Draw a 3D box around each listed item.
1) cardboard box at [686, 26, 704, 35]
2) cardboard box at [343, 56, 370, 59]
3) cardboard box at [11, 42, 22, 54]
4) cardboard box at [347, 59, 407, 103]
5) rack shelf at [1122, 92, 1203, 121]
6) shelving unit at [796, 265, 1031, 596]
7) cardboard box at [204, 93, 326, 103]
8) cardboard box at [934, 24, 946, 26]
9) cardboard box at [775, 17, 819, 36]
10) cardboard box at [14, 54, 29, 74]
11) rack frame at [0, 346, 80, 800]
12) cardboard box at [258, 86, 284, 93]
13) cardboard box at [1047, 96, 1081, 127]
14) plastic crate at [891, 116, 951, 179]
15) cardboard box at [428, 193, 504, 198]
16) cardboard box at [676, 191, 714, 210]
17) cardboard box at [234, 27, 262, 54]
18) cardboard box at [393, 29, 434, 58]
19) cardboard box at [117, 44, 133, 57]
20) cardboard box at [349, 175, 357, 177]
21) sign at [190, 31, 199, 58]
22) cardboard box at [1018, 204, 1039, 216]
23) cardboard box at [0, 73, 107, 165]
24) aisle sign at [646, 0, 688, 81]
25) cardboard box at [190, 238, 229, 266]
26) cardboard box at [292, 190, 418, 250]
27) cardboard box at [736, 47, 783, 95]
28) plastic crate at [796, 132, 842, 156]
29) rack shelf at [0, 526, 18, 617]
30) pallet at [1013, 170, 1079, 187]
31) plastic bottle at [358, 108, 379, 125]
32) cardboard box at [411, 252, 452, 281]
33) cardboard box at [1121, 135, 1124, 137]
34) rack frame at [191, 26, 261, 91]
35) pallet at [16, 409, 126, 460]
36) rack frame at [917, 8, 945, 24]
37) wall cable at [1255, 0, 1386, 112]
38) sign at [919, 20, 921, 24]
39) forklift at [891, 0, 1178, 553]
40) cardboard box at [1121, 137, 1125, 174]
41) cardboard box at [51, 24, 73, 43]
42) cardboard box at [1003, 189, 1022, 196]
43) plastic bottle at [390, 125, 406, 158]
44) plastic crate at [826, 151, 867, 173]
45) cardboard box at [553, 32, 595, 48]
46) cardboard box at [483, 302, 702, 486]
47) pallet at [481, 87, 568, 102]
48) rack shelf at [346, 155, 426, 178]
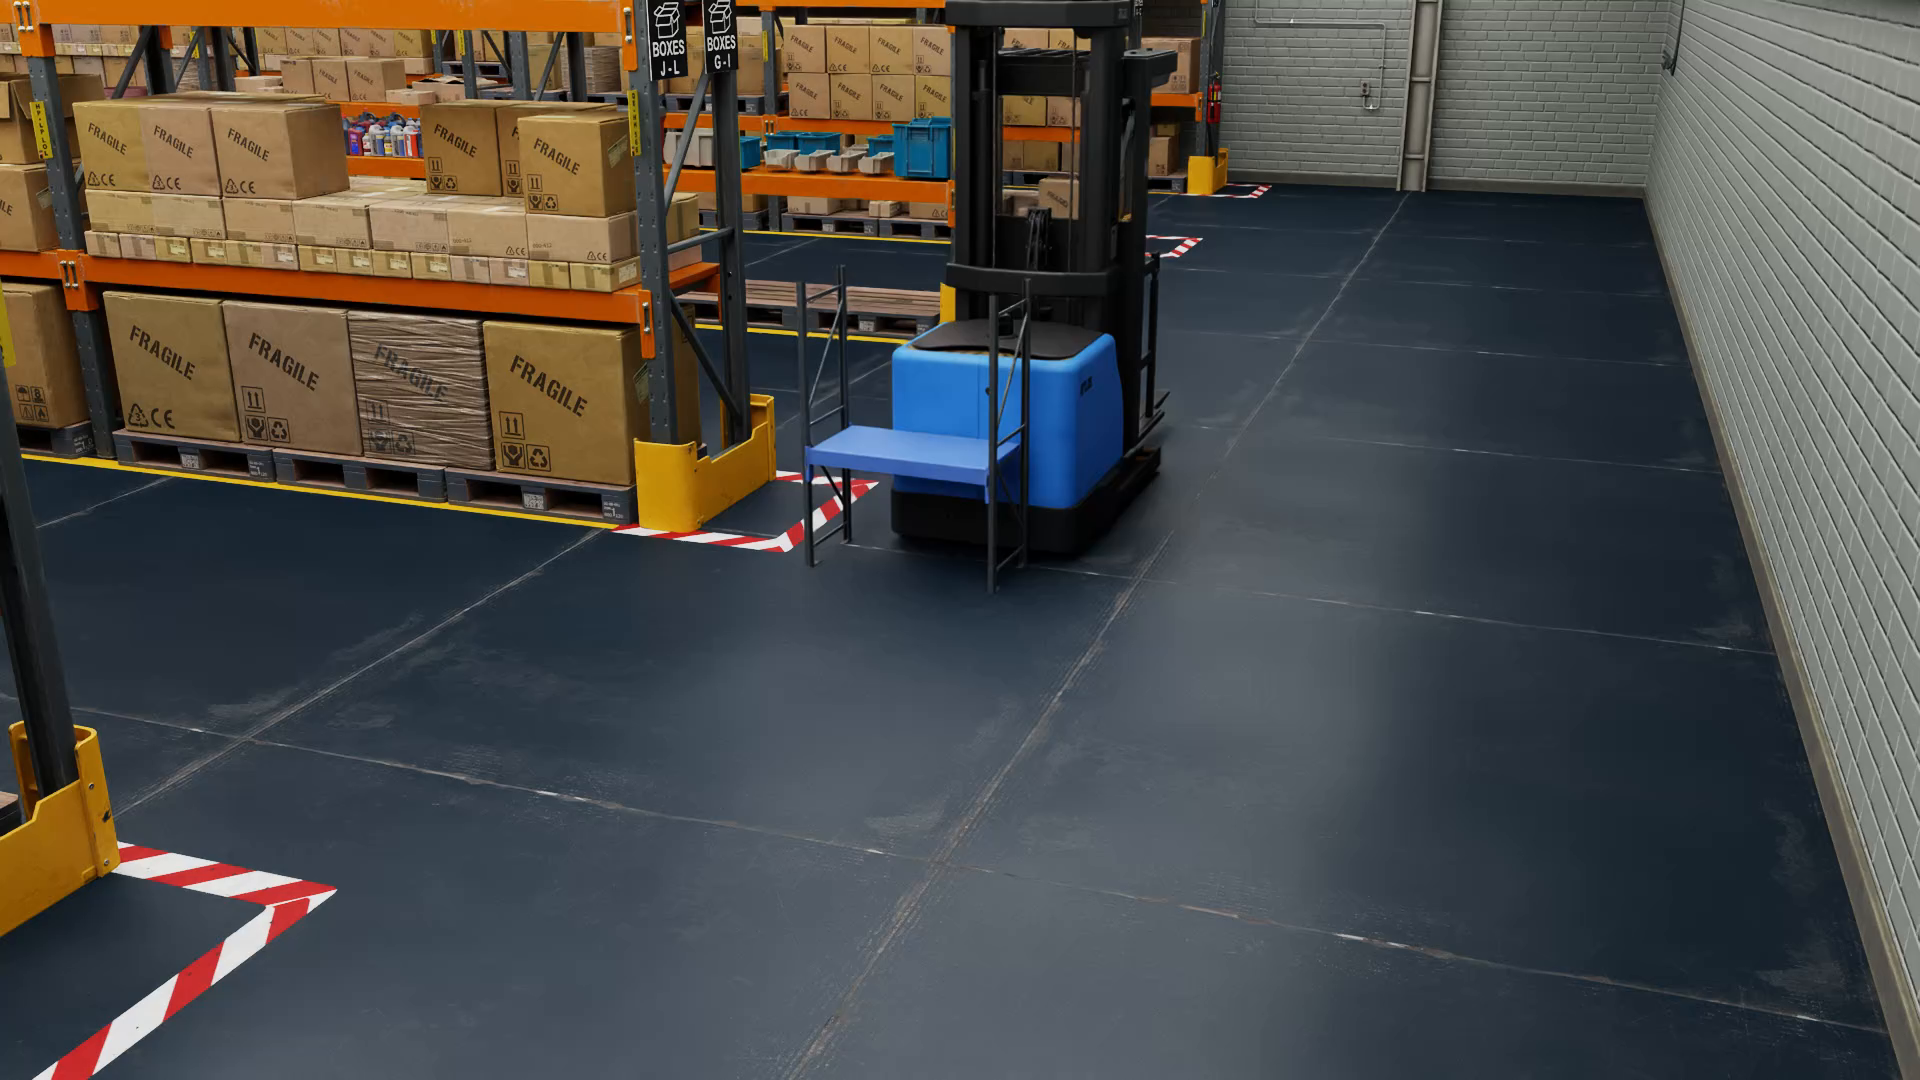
[{"bbox_3d":[-3.790,-7.555,24.418,0.500,0.250,0.500,7,20,19],"label":"cardboard box"},{"bbox_3d":[-9.434,-7.569,26.431,0.500,0.250,0.500,6,20,18],"label":"cardboard box"},{"bbox_3d":[-12.555,-6.648,22.454,0.250,0.149,0.380,7,20,18],"label":"cardboard box"},{"bbox_3d":[-7.373,-5.818,21.059,0.500,0.500,0.500,5,20,15],"label":"cardboard box"},{"bbox_3d":[1.507,-6.148,23.249,4.000,0.370,1.077,7,20,18],"label":"rack shelf"},{"bbox_3d":[-0.226,-0.571,8.435,1.048,1.500,0.538,8,21,21],"label":"shelving unit"},{"bbox_3d":[-4.265,-2.485,10.285,0.500,0.500,0.500,7,20,19],"label":"cardboard box"},{"bbox_3d":[-0.006,-5.544,18.754,0.500,0.500,0.500,6,20,18],"label":"cardboard box"},{"bbox_3d":[-2.351,-7.394,23.957,0.500,0.250,0.500,6,20,17],"label":"cardboard box"},{"bbox_3d":[-12.406,-6.397,22.718,0.500,0.500,0.700,7,20,19],"label":"cardboard box"},{"bbox_3d":[-3.204,-0.120,4.863,0.127,3.000,1.000,7,20,18],"label":"rack frame"},{"bbox_3d":[-8.792,-5.749,21.394,0.250,0.149,0.380,7,20,18],"label":"cardboard box"},{"bbox_3d":[1.261,-4.742,17.971,0.500,0.500,0.500,7,20,20],"label":"cardboard box"},{"bbox_3d":[-0.233,-3.214,13.595,0.499,0.435,0.616,7,20,18],"label":"plastic crate"},{"bbox_3d":[-2.812,-1.966,9.935,0.500,0.250,0.500,6,20,16],"label":"cardboard box"},{"bbox_3d":[-3.029,-4.211,19.728,0.500,0.500,0.500,7,20,18],"label":"cardboard box"},{"bbox_3d":[-11.366,-8.147,26.951,0.500,0.500,0.500,7,20,18],"label":"cardboard box"},{"bbox_3d":[-8.488,-7.815,25.998,0.500,0.500,0.500,6,20,18],"label":"cardboard box"},{"bbox_3d":[-10.849,-6.454,21.896,0.250,0.149,0.380,6,20,18],"label":"cardboard box"},{"bbox_3d":[-7.809,-4.640,21.371,0.500,0.250,0.500,7,20,19],"label":"cardboard box"},{"bbox_3d":[-9.742,-6.301,21.159,0.005,0.325,0.100,7,20,18],"label":"sign"},{"bbox_3d":[0.826,-3.655,18.640,0.250,0.166,0.380,7,20,18],"label":"cardboard box"},{"bbox_3d":[-5.865,-2.671,10.504,0.637,0.503,0.797,6,20,17],"label":"cardboard box"},{"bbox_3d":[-1.511,-2.778,8.538,0.004,0.787,0.394,7,20,18],"label":"aisle sign"},{"bbox_3d":[-4.343,-1.745,9.906,0.250,0.149,0.380,6,20,17],"label":"cardboard box"},{"bbox_3d":[-3.479,-1.855,9.618,0.500,0.250,0.500,7,20,18],"label":"cardboard box"},{"bbox_3d":[-2.379,-5.529,19.591,0.500,0.500,0.700,0,19,0],"label":"cardboard box"},{"bbox_3d":[-1.224,-3.412,14.470,0.300,0.233,0.416,7,20,18],"label":"plastic crate"},{"bbox_3d":[-5.093,0.004,5.601,4.000,0.370,1.077,7,20,18],"label":"rack shelf"},{"bbox_3d":[1.466,-5.149,23.527,1.213,0.211,1.003,7,20,18],"label":"pallet"},{"bbox_3d":[-5.674,-3.967,15.976,0.185,0.351,0.144,7,20,18],"label":"plastic bottle"},{"bbox_3d":[-2.890,-1.578,9.429,0.250,0.149,0.380,6,20,17],"label":"cardboard box"},{"bbox_3d":[2.279,-5.625,22.830,0.250,0.149,0.380,7,20,20],"label":"cardboard box"},{"bbox_3d":[-9.562,-6.027,21.810,0.127,3.000,1.000,7,20,18],"label":"rack frame"},{"bbox_3d":[-6.013,-0.826,11.126,1.213,0.211,1.003,7,20,18],"label":"pallet"},{"bbox_3d":[-0.383,-6.704,23.750,0.127,3.000,1.000,7,20,18],"label":"rack frame"},{"bbox_3d":[4.916,-6.907,22.791,1.851,1.984,0.084,7,20,18],"label":"wall cable"},{"bbox_3d":[-0.551,-7.043,23.086,0.005,0.325,0.100,7,20,18],"label":"sign"},{"bbox_3d":[0.600,-1.766,9.691,1.130,2.935,3.031,7,20,18],"label":"forklift"},{"bbox_3d":[2.229,-5.388,23.136,0.500,0.500,0.700,6,20,18],"label":"cardboard box"},{"bbox_3d":[-11.878,-6.950,22.333,0.500,0.500,0.700,7,20,18],"label":"cardboard box"},{"bbox_3d":[0.409,-3.895,19.203,0.500,0.250,0.500,7,20,18],"label":"cardboard box"},{"bbox_3d":[-5.061,-3.615,15.079,0.135,0.276,0.152,7,20,18],"label":"plastic bottle"},{"bbox_3d":[-0.954,-3.163,13.901,0.243,0.136,0.396,7,20,18],"label":"plastic crate"},{"bbox_3d":[-5.792,-7.566,25.404,0.500,0.500,0.700,7,20,18],"label":"cardboard box"},{"bbox_3d":[-2.111,-0.890,9.663,0.875,0.875,0.875,7,20,18],"label":"cardboard box"},{"bbox_3d":[-5.120,-5.453,20.454,1.003,0.211,1.213,7,20,18],"label":"pallet"},{"bbox_3d":[-5.523,-3.500,15.652,4.000,0.370,1.077,7,20,18],"label":"rack shelf"}]
